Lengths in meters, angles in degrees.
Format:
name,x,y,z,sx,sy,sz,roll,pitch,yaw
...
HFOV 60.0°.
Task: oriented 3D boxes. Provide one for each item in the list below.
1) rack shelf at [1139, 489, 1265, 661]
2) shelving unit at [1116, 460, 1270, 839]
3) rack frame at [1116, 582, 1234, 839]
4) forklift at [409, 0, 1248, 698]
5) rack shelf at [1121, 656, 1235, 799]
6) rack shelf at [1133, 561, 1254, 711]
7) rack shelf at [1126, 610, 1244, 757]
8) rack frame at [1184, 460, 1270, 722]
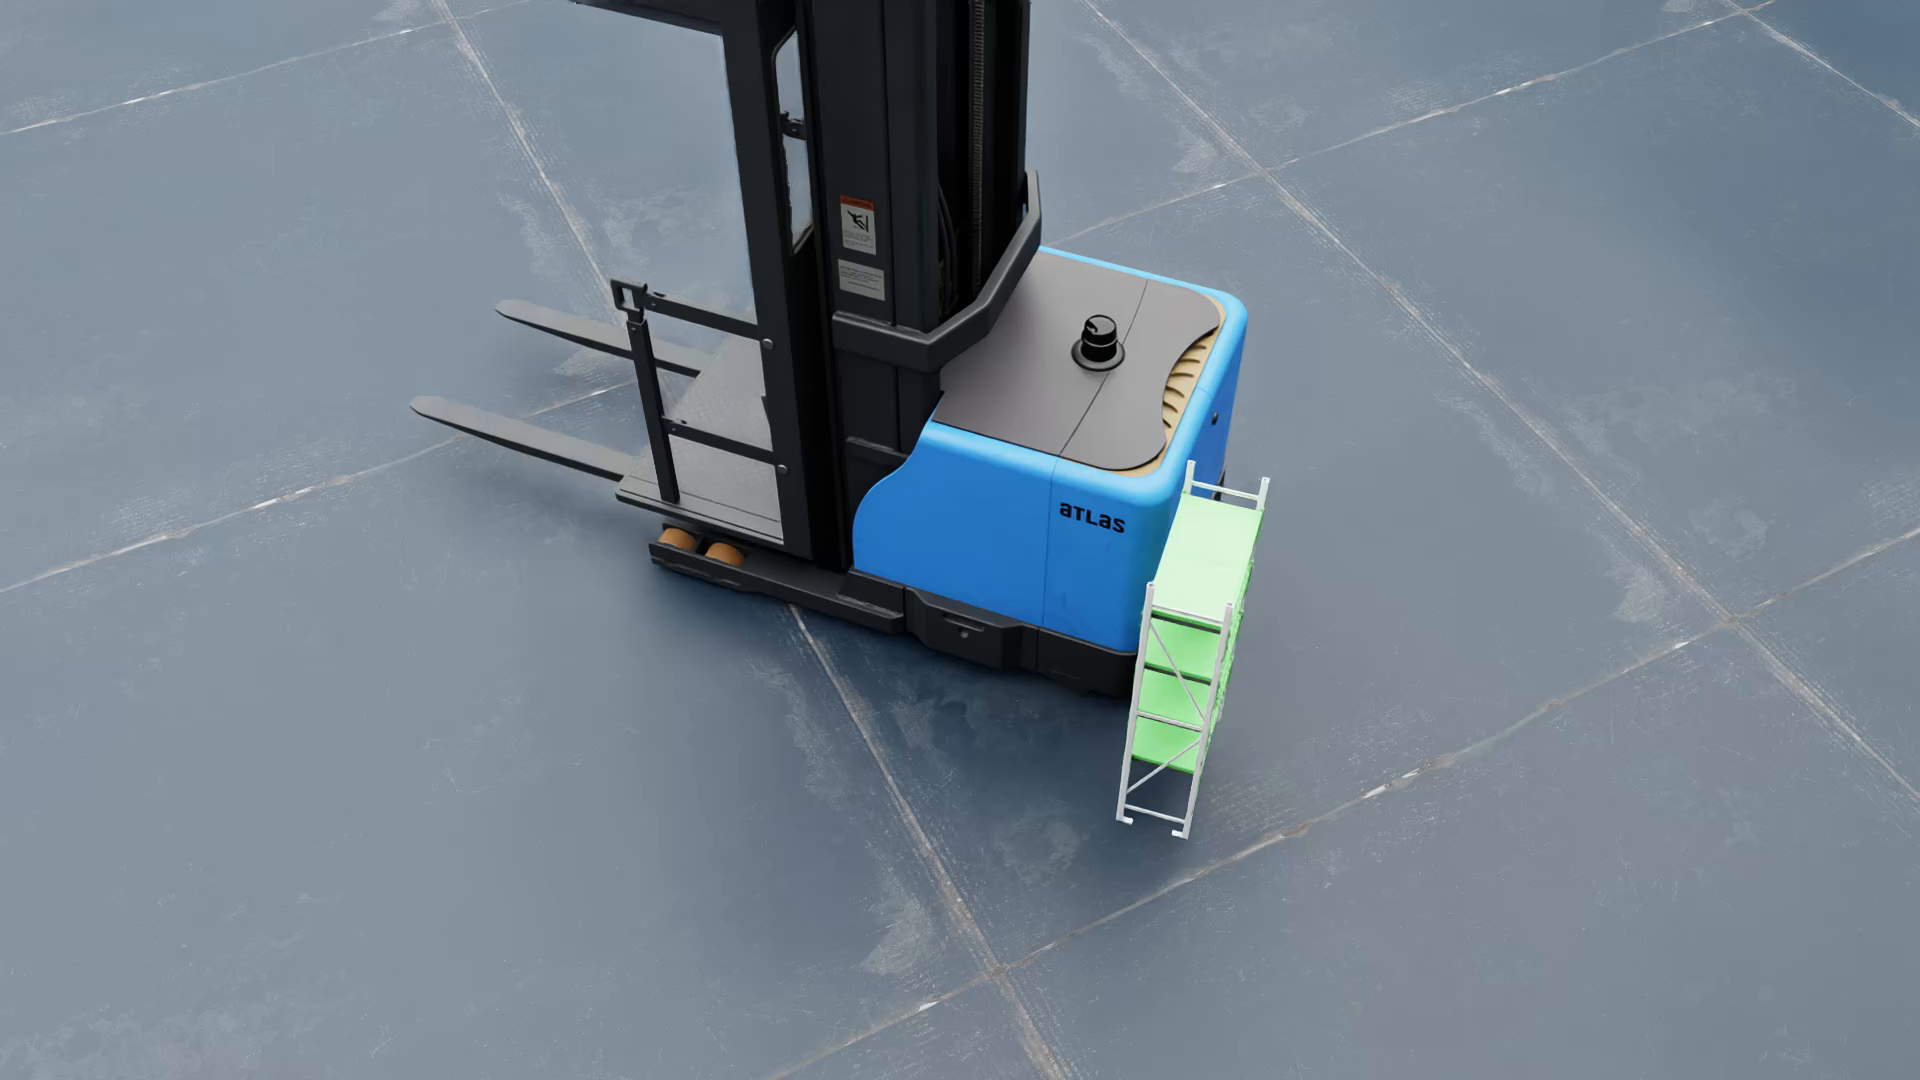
name,x,y,z,sx,sy,sz,roll,pitch,yaw
rack shelf,0.704,0.095,4.817,0.258,0.148,0.480,14,50,12
shelving unit,0.704,0.369,5.130,0.258,1.200,0.503,14,50,12
rack frame,0.628,0.544,4.977,0.240,1.200,0.015,14,50,12
forklift,-0.596,-1.145,5.304,3.031,2.935,1.130,17,51,14
rack shelf,0.704,0.569,5.358,0.258,0.148,0.480,14,50,12
rack shelf,0.704,0.253,4.997,0.258,0.148,0.480,14,50,12
rack shelf,0.704,0.411,5.178,0.258,0.148,0.480,14,50,12
rack frame,0.780,0.195,5.282,0.240,1.200,0.015,14,50,12
